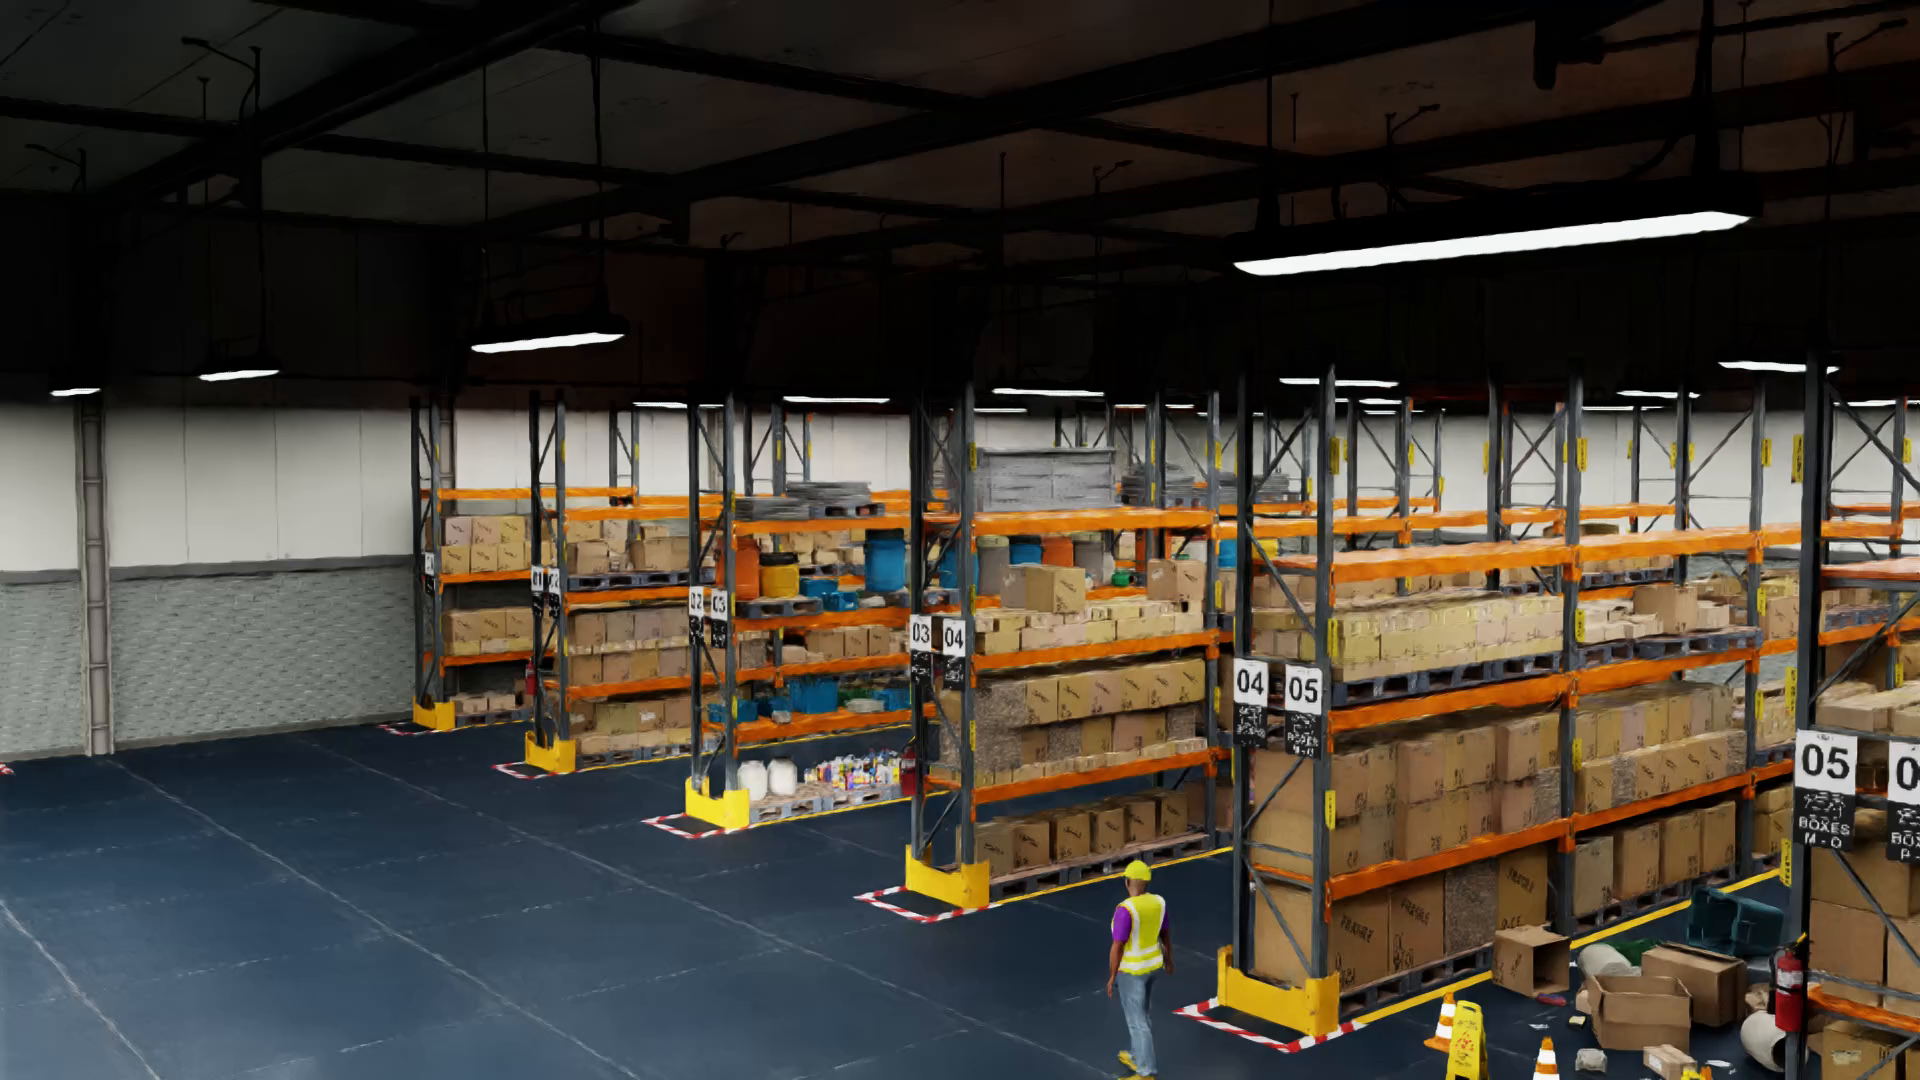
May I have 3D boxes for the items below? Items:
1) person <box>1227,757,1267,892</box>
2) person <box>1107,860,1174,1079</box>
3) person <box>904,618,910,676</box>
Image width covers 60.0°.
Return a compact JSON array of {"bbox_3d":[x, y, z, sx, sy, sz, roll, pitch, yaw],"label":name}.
[{"bbox_3d":[3.473,3.261,19.278,0.815,1.530,0.553,-2,4,-34],"label":"person"},{"bbox_3d":[1.460,3.487,13.573,0.788,1.767,0.618,-3,5,-44],"label":"person"},{"bbox_3d":[-0.983,2.361,33.788,1.110,1.590,0.446,-3,4,-37],"label":"person"}]
